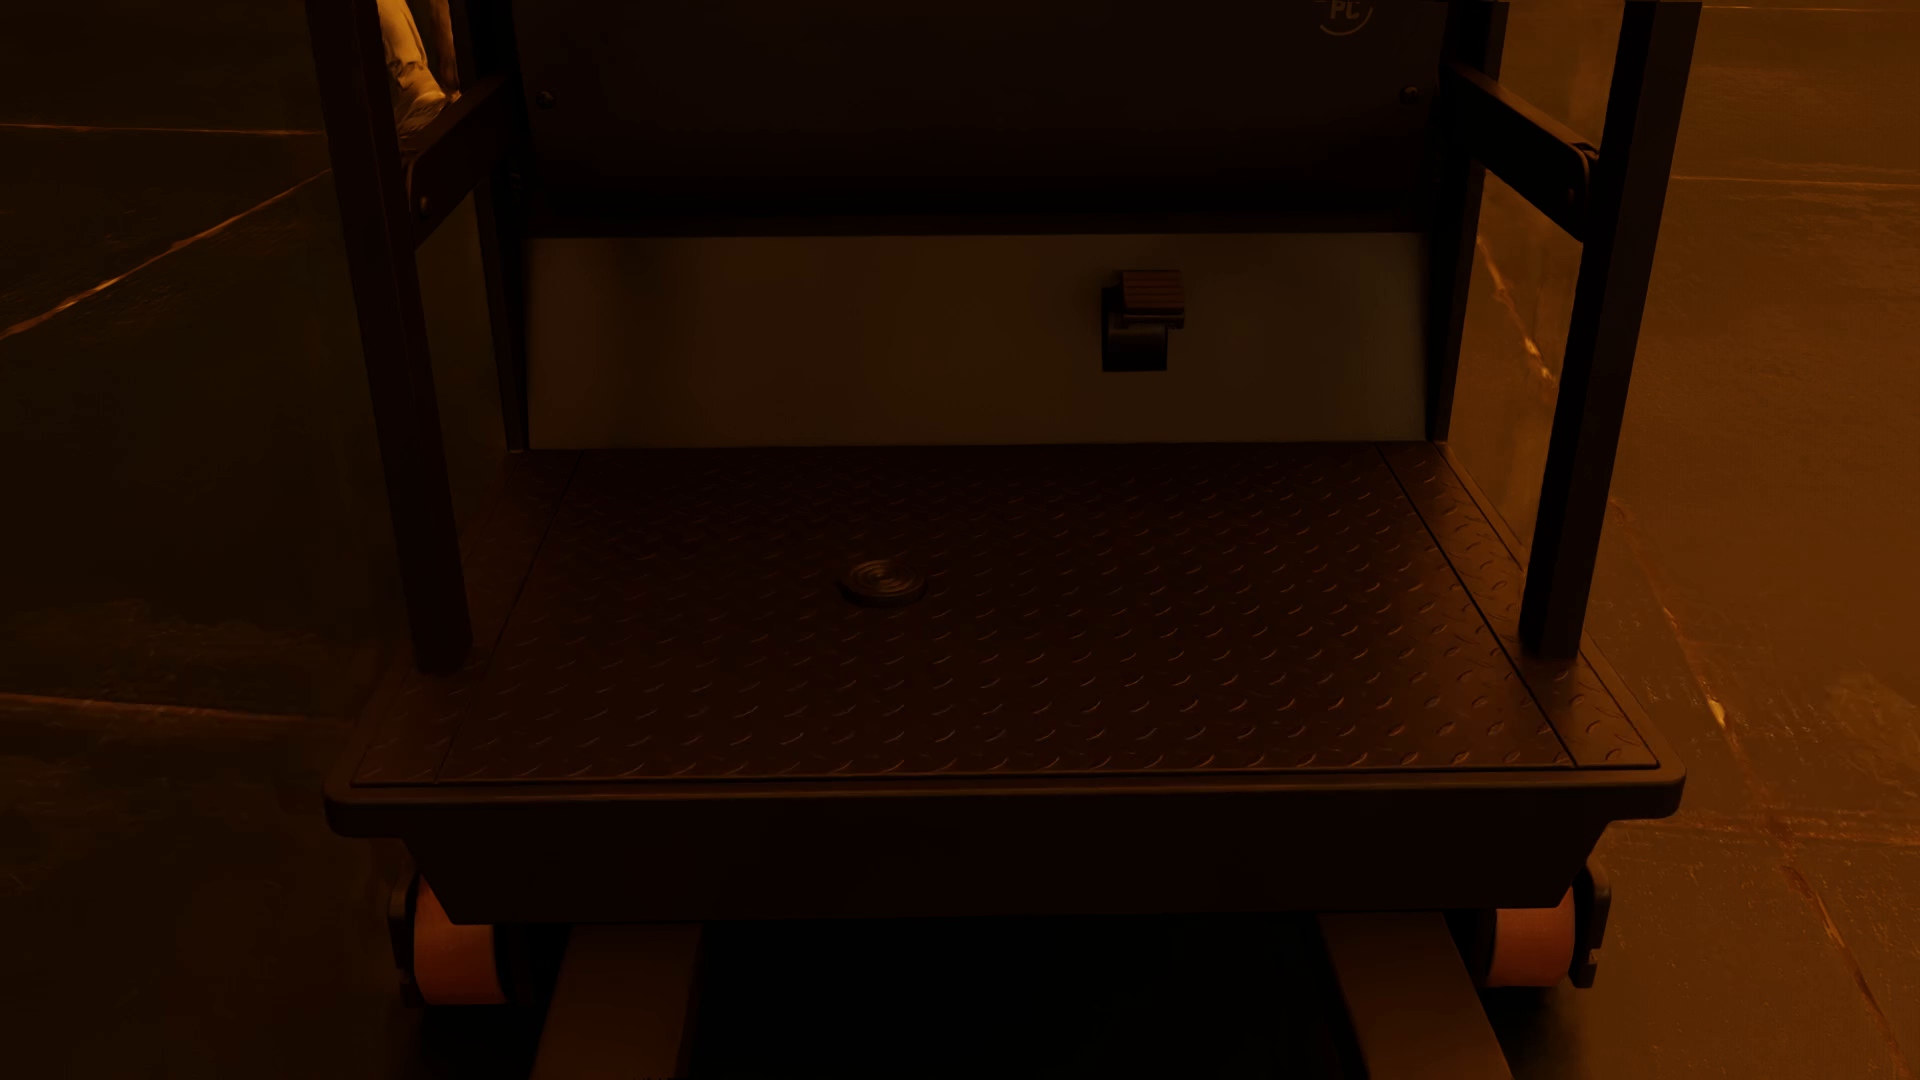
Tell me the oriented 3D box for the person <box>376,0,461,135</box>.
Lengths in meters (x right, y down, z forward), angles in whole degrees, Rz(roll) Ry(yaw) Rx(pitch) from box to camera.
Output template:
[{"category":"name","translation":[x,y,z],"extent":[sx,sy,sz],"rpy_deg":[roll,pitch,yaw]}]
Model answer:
[{"category":"person","translation":[-1.480,-1.889,4.449],"extent":[0.753,1.652,0.611],"rpy_deg":[-16,31,-30]}]

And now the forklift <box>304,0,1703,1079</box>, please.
[{"category":"forklift","translation":[0.029,-1.007,1.236],"extent":[1.130,2.935,3.031],"rpy_deg":[-1,27,-1]}]
